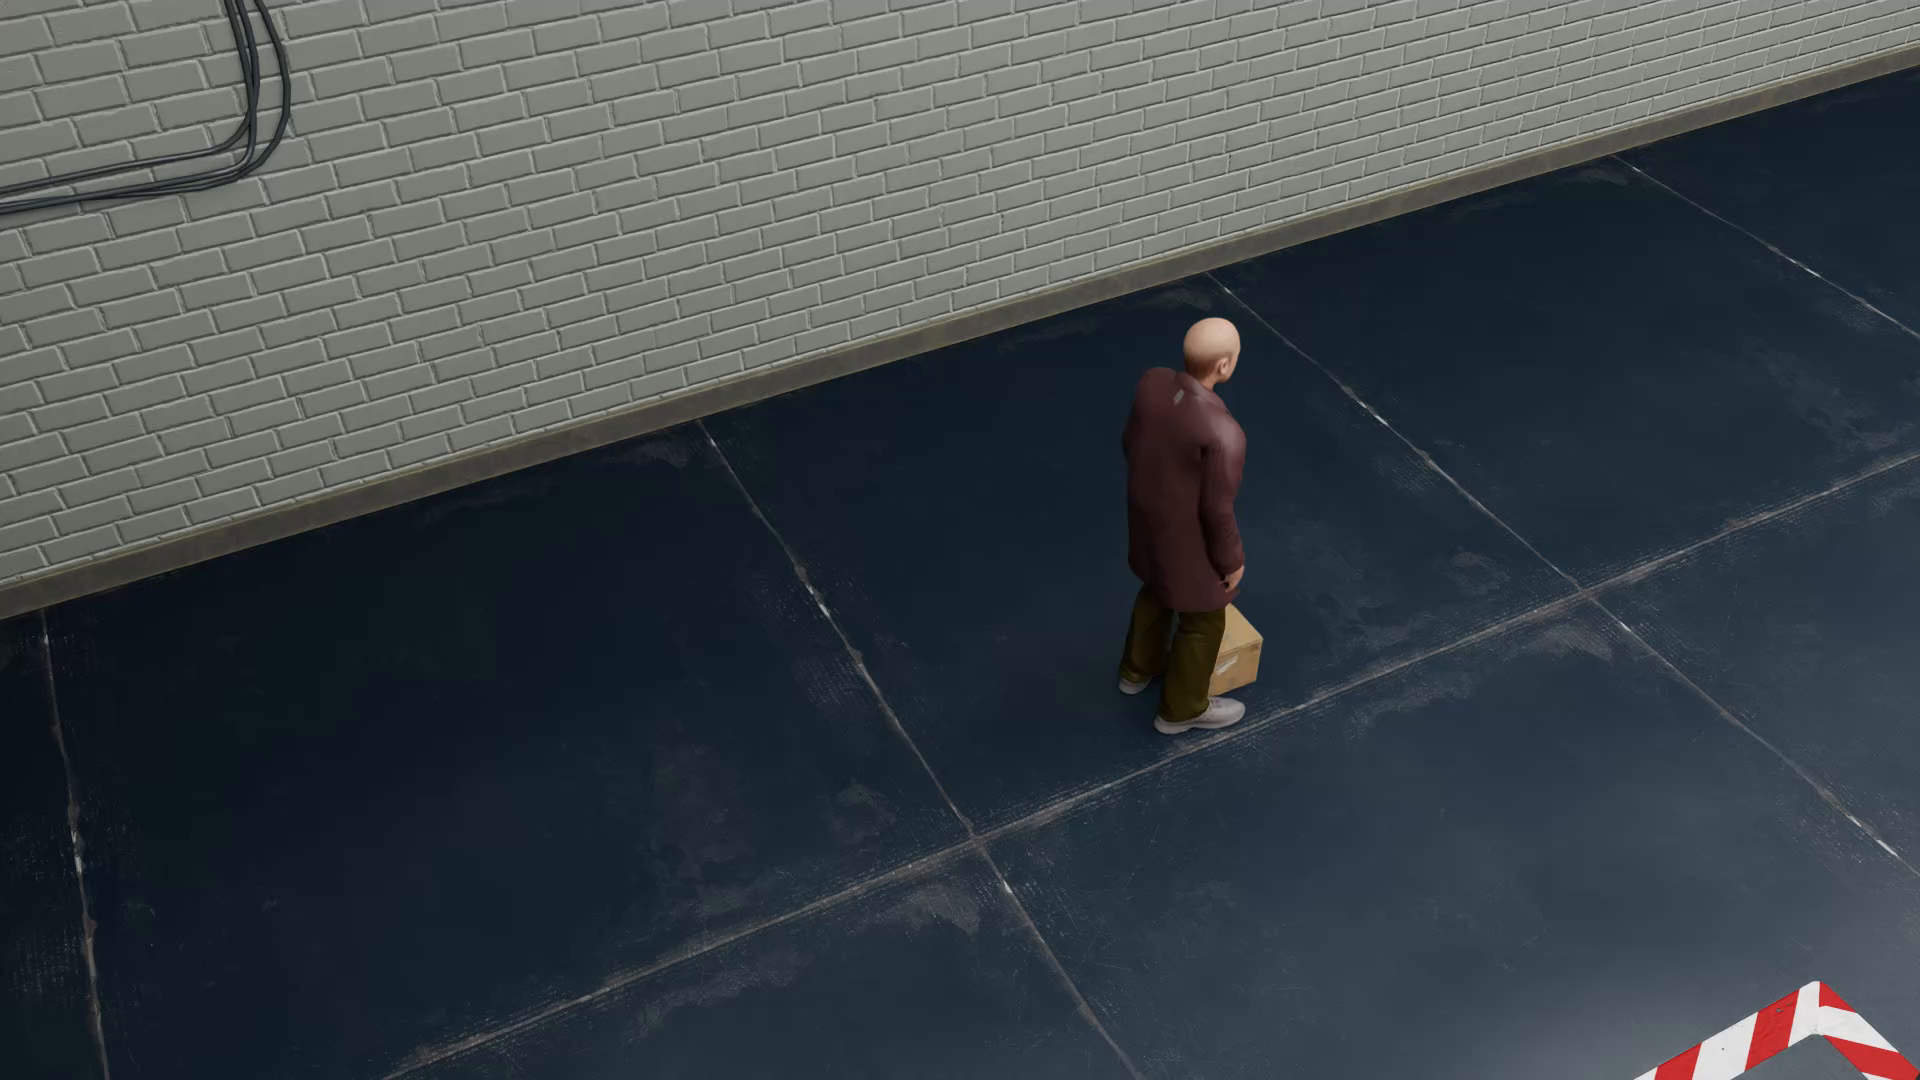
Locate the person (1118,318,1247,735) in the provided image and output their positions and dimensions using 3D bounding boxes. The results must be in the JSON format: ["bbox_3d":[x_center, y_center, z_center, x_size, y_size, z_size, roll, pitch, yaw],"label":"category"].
[{"bbox_3d":[0.838,-0.046,6.224,0.427,1.773,0.633,-20,45,-22],"label":"person"}]
